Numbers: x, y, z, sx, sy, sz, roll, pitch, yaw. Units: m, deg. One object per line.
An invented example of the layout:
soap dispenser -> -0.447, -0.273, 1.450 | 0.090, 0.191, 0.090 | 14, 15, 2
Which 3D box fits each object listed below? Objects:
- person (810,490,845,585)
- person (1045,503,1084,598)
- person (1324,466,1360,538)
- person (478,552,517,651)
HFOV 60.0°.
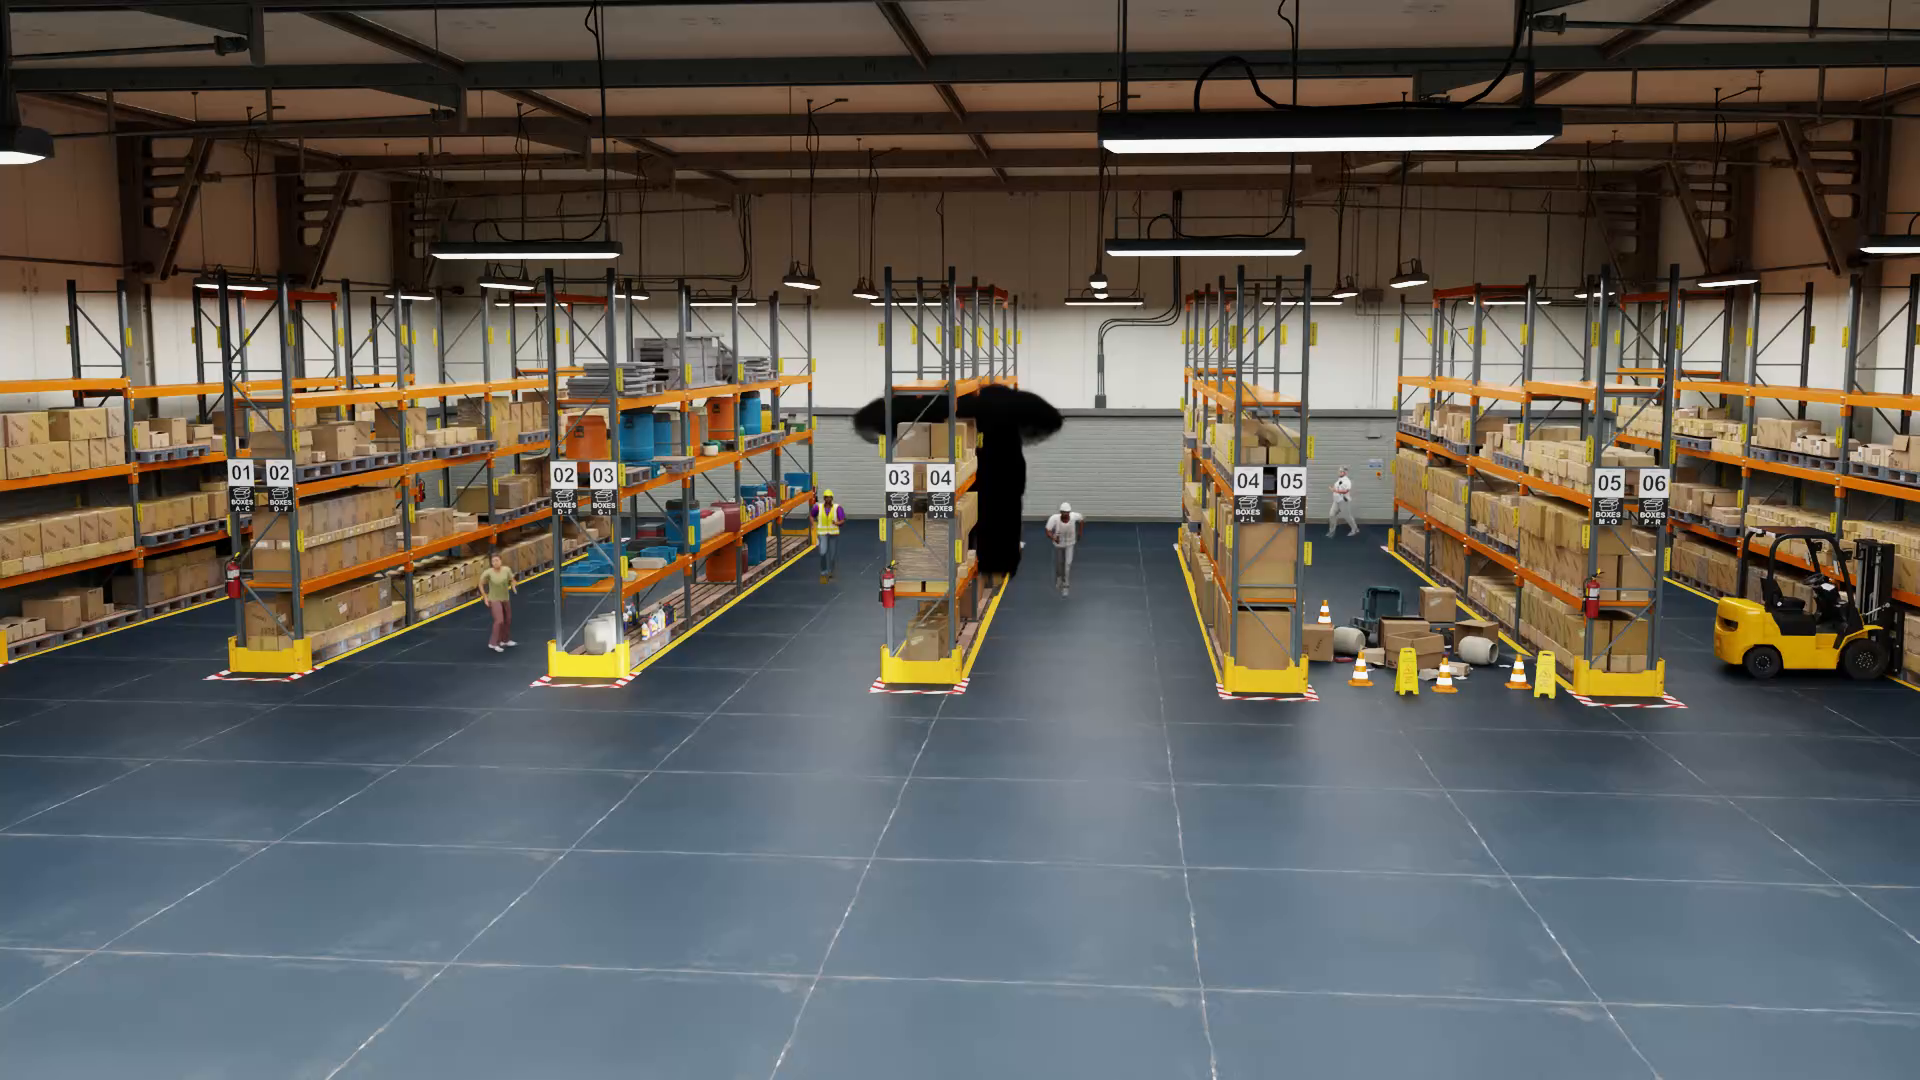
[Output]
person -> -2.569, -0.050, 32.271 | 0.685, 1.847, 0.712 | -1, 7, -6
person -> 1.921, 0.140, 30.992 | 0.721, 1.743, 0.990 | -1, 7, -7
person -> 9.586, -0.941, 41.678 | 0.837, 1.829, 0.656 | -2, 7, -15
person -> -7.395, 0.979, 26.799 | 0.734, 1.603, 0.616 | 6, 9, 42
